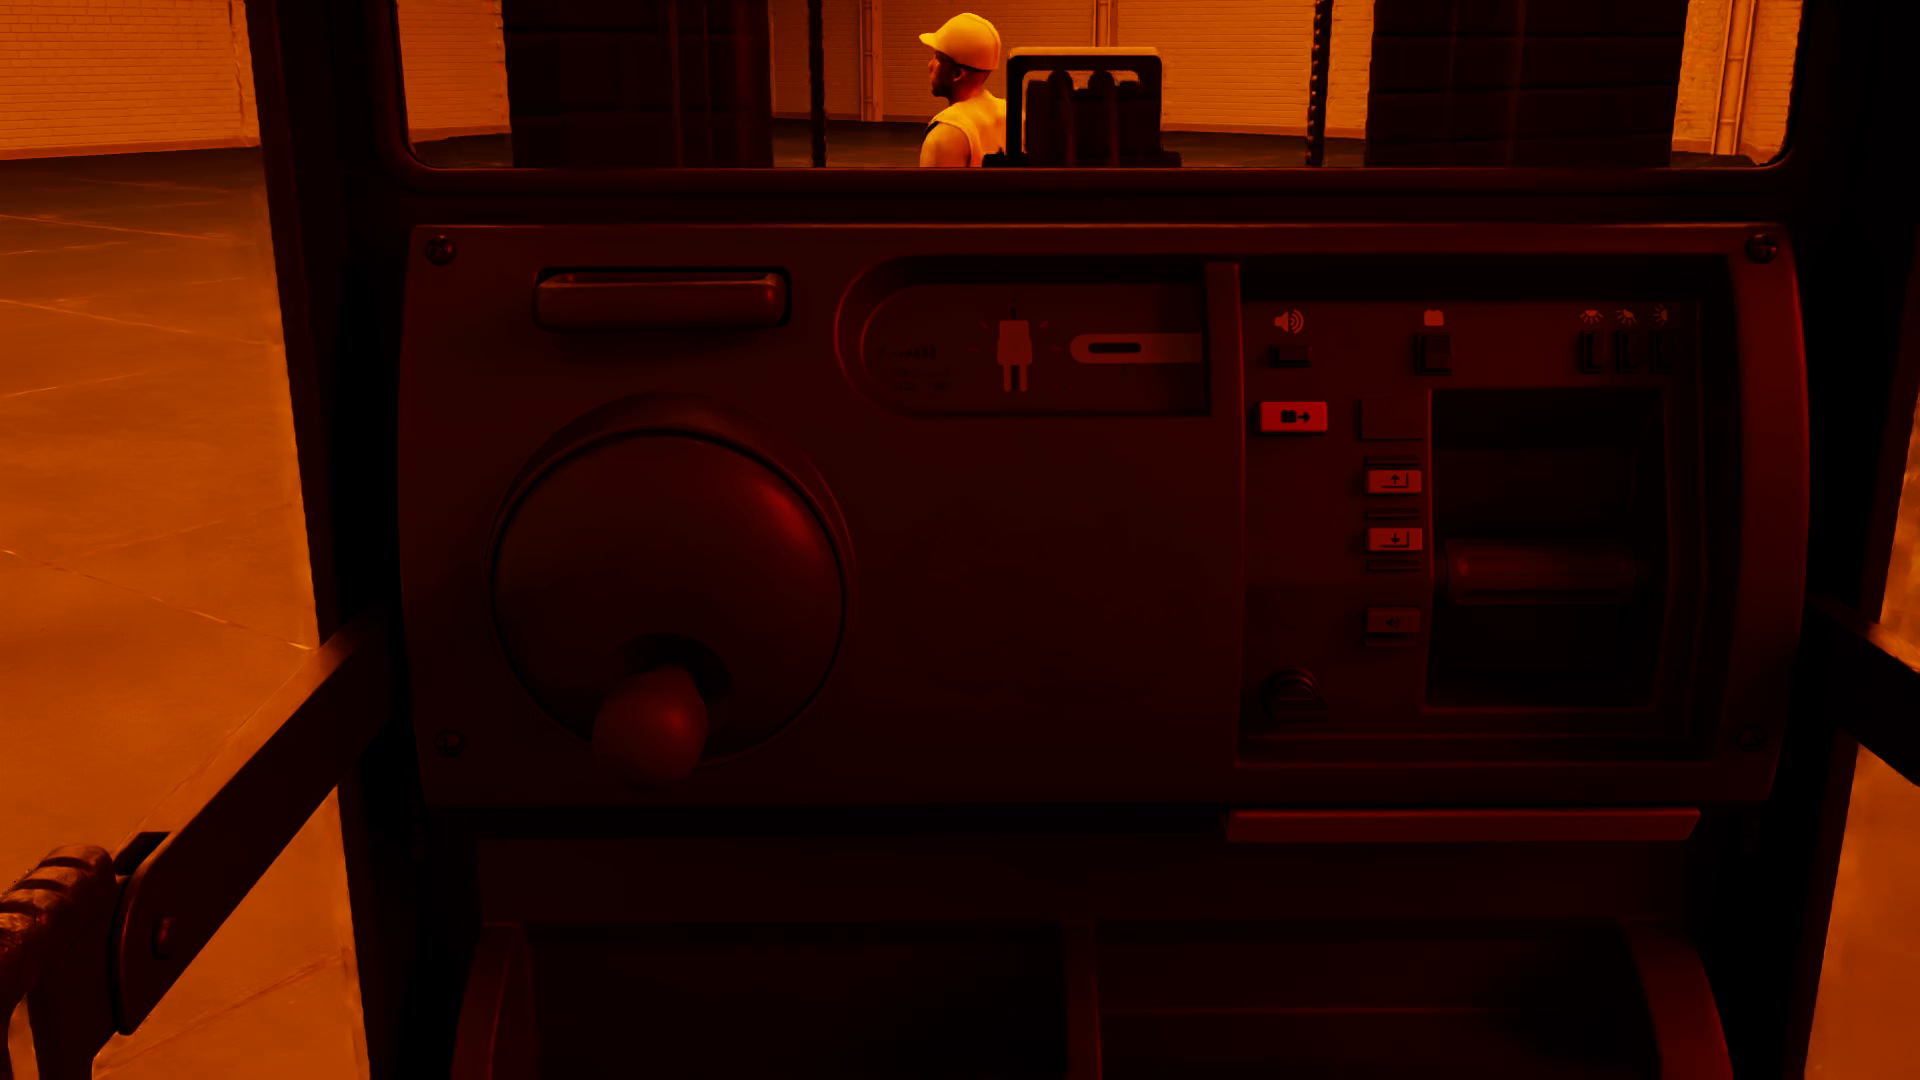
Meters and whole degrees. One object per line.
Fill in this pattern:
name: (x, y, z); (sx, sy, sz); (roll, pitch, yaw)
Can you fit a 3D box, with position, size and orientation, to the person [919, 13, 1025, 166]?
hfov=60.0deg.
person: (-0.060, -0.880, 5.743); (0.562, 1.790, 0.637); (11, 20, 33)
